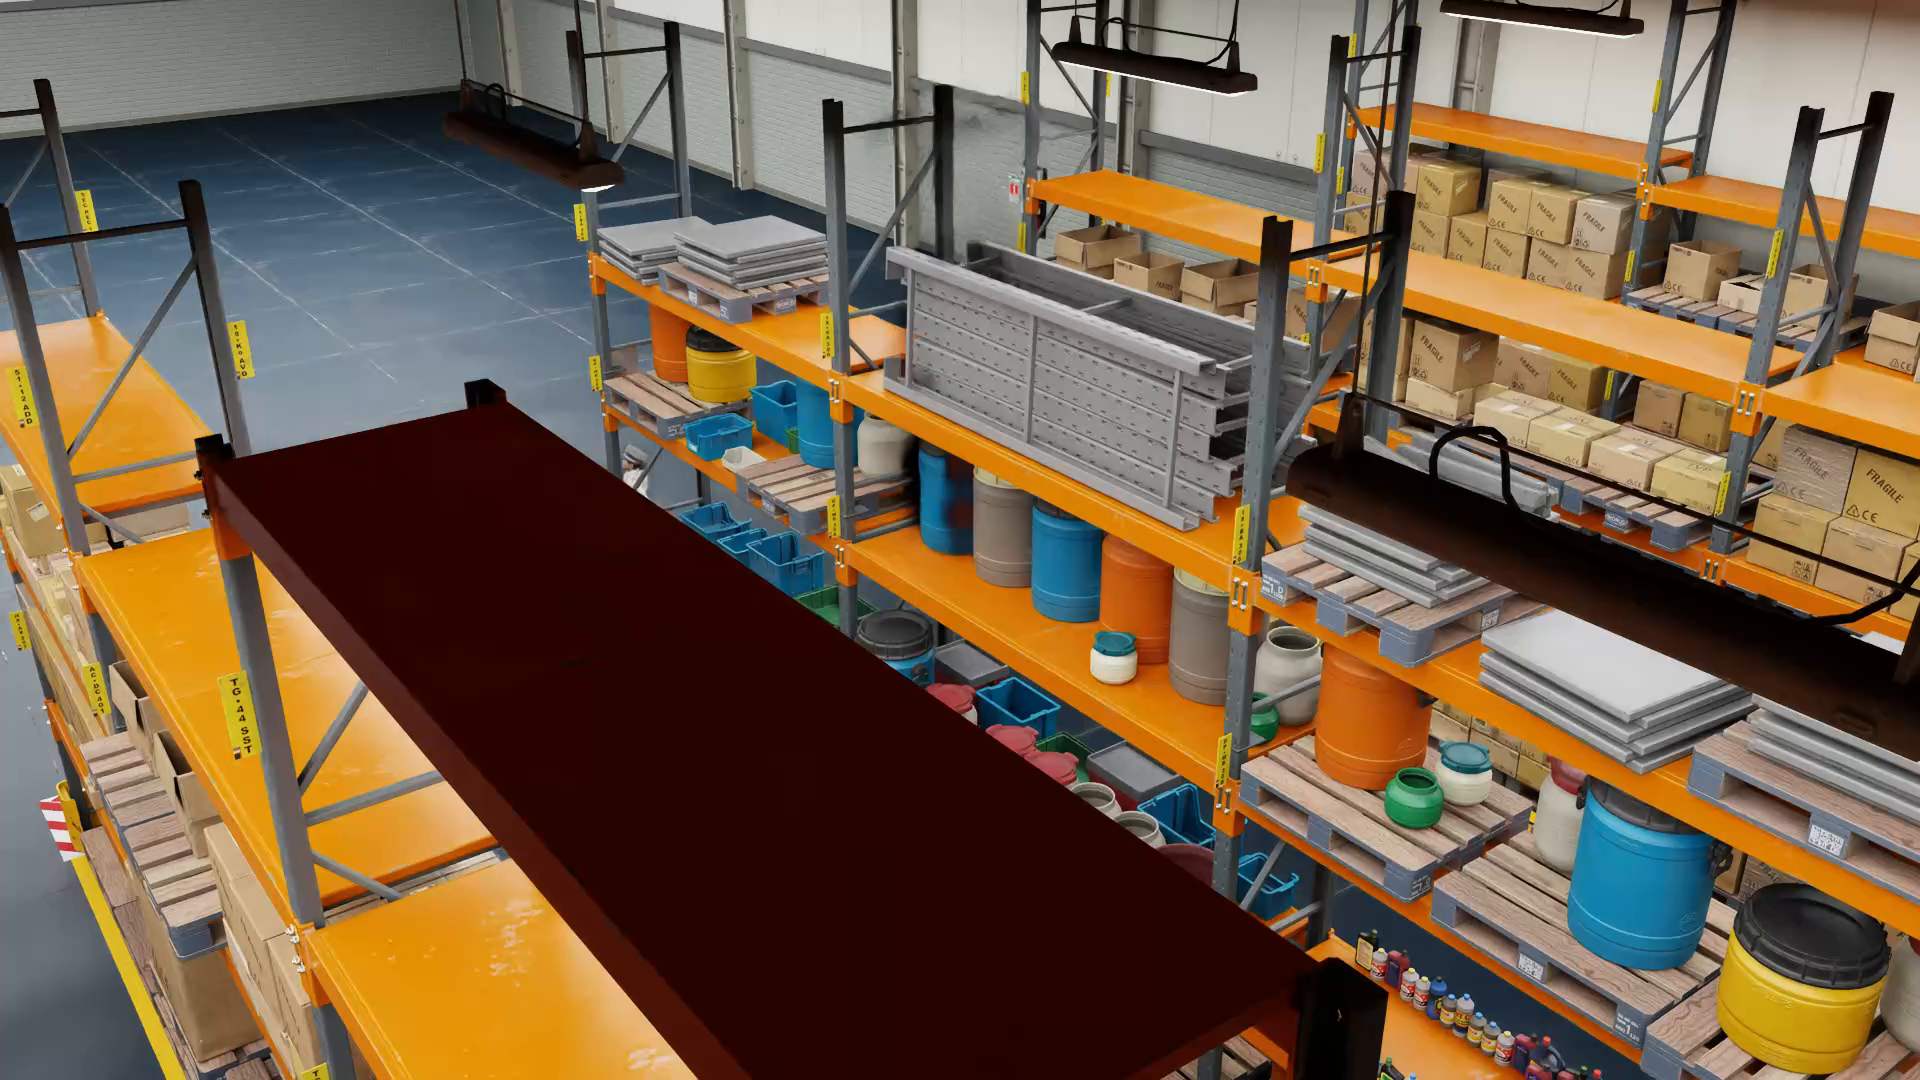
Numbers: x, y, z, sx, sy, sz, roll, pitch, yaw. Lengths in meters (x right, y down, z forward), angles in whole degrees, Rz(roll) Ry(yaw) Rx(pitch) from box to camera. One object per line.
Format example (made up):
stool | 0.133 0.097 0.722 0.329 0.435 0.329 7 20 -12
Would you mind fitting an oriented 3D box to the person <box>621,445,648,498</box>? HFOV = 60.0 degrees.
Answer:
person | -3.432 -0.206 17.428 0.559 1.683 0.627 3 25 6
